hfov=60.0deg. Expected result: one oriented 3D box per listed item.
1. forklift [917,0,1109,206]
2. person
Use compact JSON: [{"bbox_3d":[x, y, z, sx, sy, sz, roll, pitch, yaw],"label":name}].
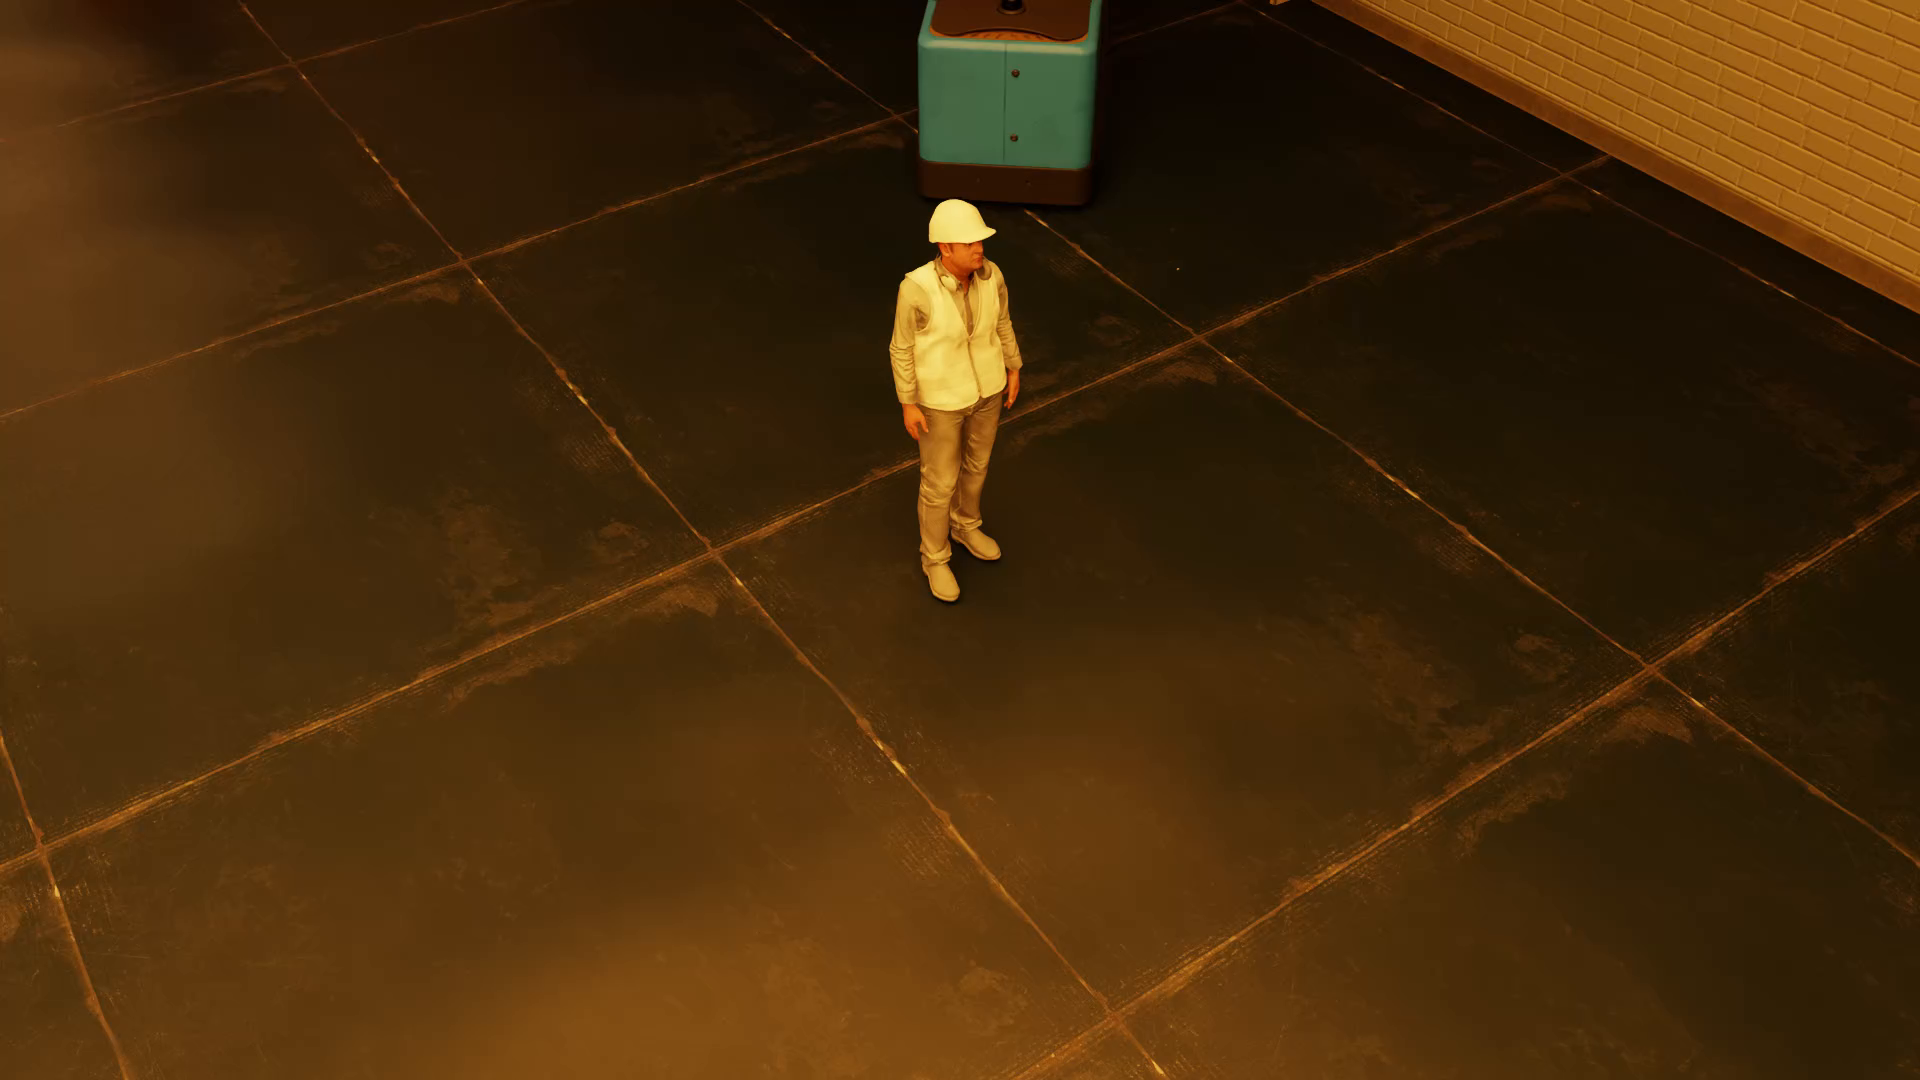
[{"bbox_3d":[0.412,-4.071,10.133,1.130,2.935,3.031,4,43,4],"label":"forklift"},{"bbox_3d":[0.030,-0.620,7.231,0.634,1.775,0.566,-25,48,-25],"label":"person"}]
